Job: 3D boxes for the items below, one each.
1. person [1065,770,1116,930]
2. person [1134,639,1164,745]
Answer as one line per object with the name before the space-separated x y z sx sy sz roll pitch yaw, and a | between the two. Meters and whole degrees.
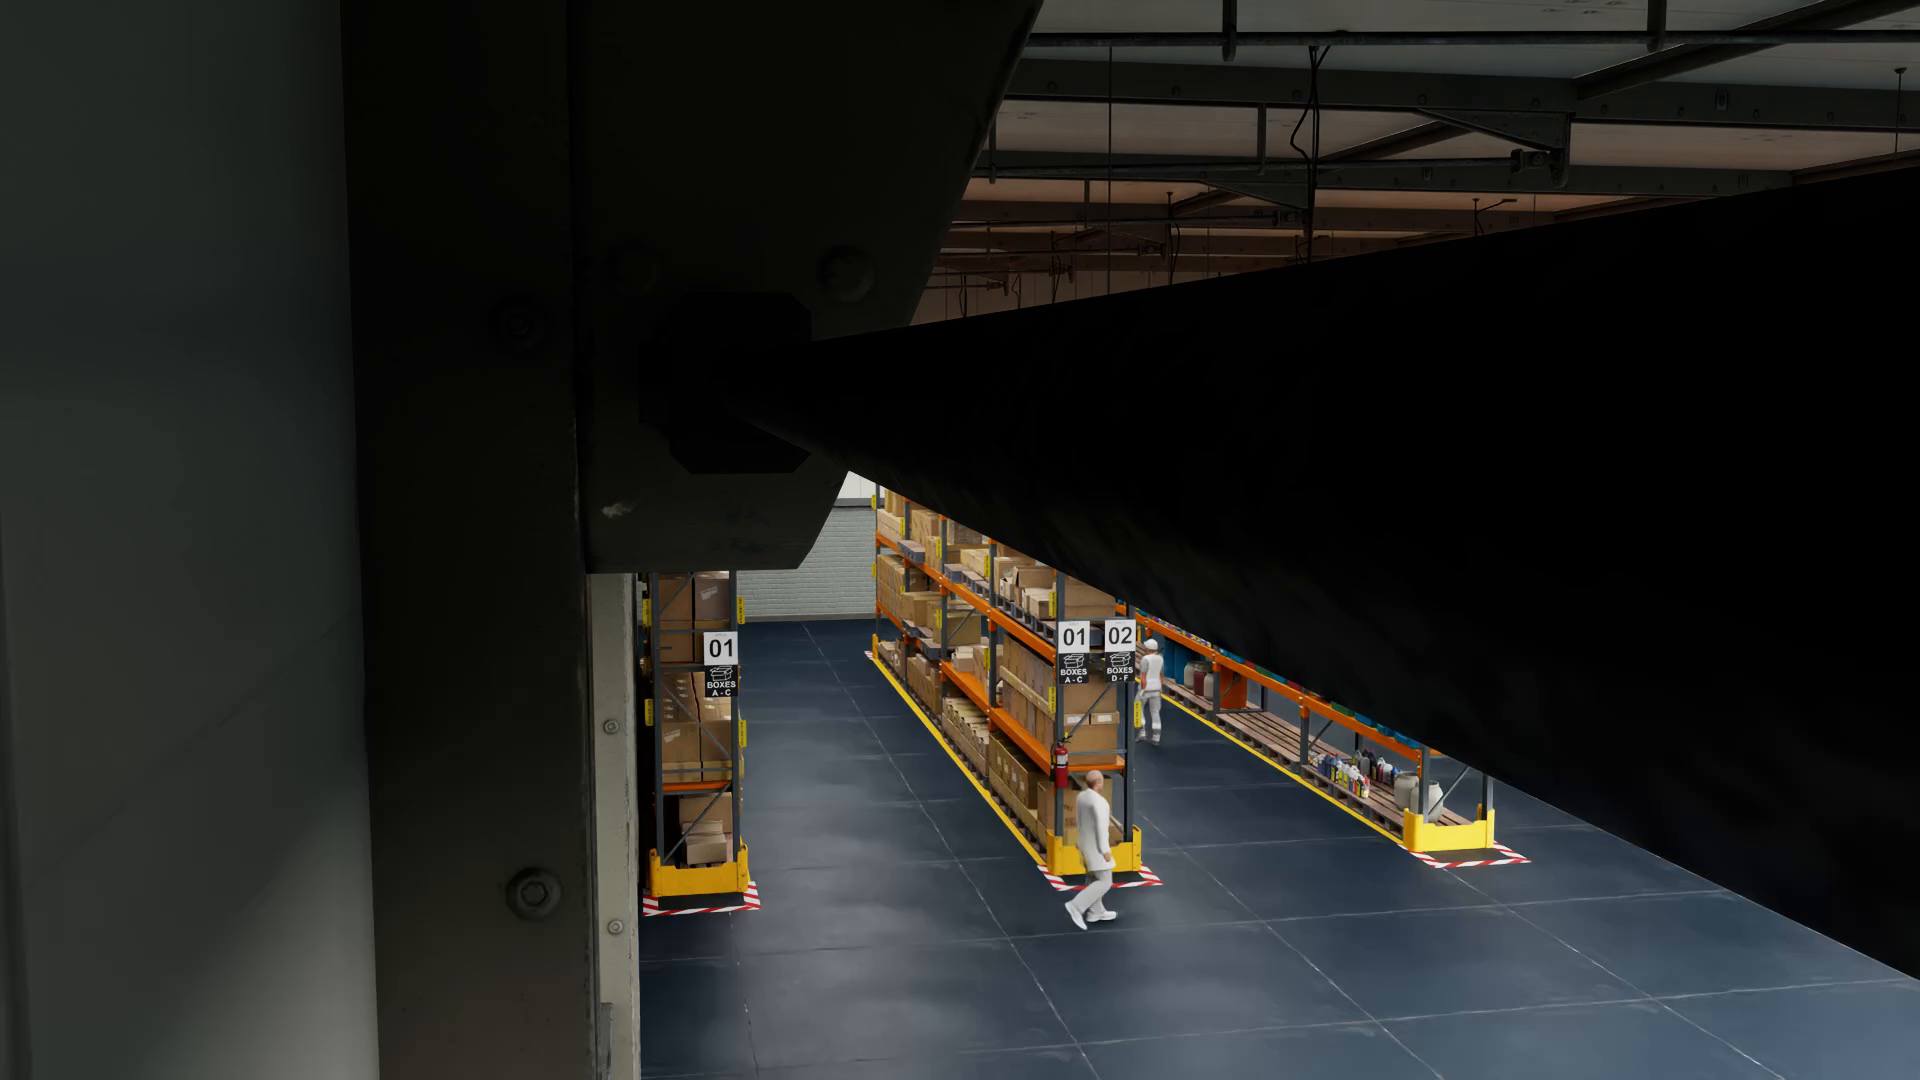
person | 1.487 3.499 18.931 0.720 1.774 0.607 -2 6 -23
person | 3.228 2.572 28.076 0.551 1.808 0.542 -2 6 -21
